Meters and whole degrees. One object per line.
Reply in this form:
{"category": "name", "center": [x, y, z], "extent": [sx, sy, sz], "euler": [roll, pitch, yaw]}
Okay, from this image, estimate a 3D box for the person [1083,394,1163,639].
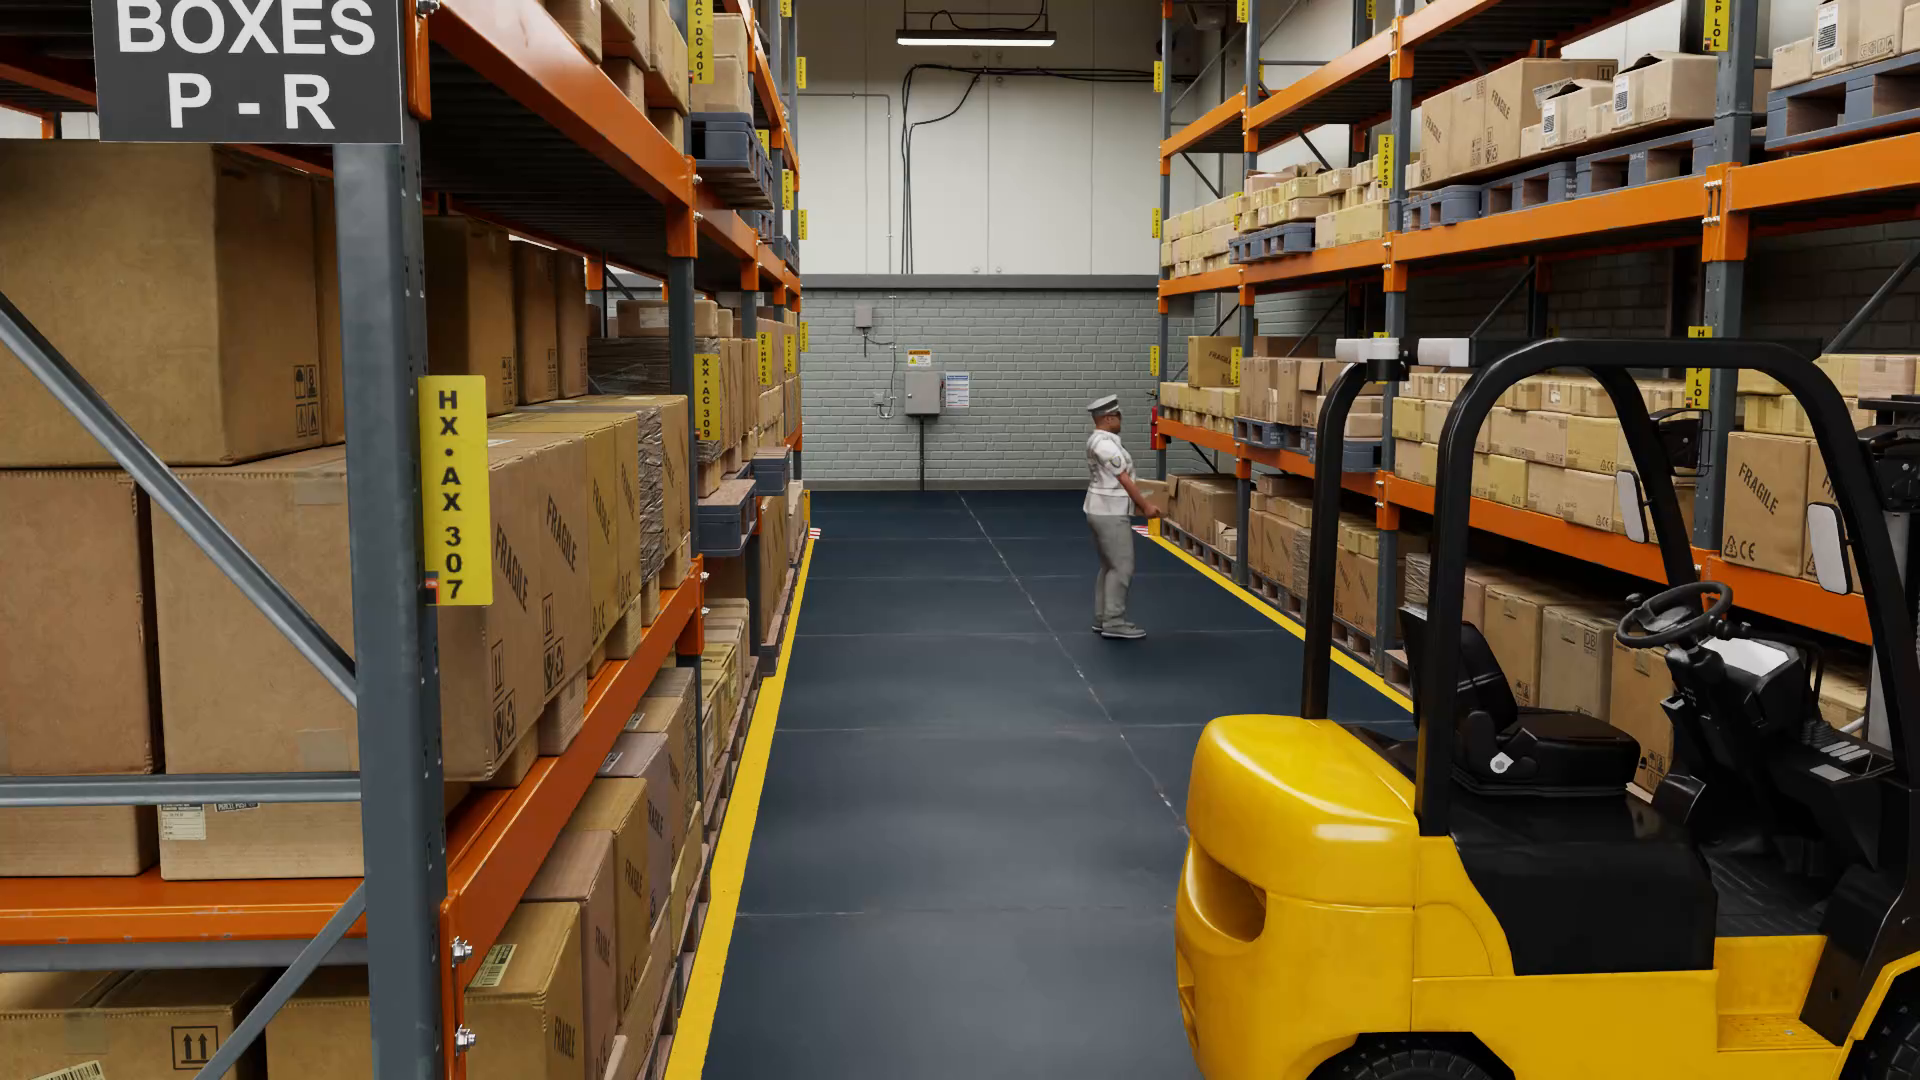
{"category": "person", "center": [1.185, -0.177, 12.161], "extent": [0.557, 1.764, 0.494], "euler": [0, 7, -3]}
